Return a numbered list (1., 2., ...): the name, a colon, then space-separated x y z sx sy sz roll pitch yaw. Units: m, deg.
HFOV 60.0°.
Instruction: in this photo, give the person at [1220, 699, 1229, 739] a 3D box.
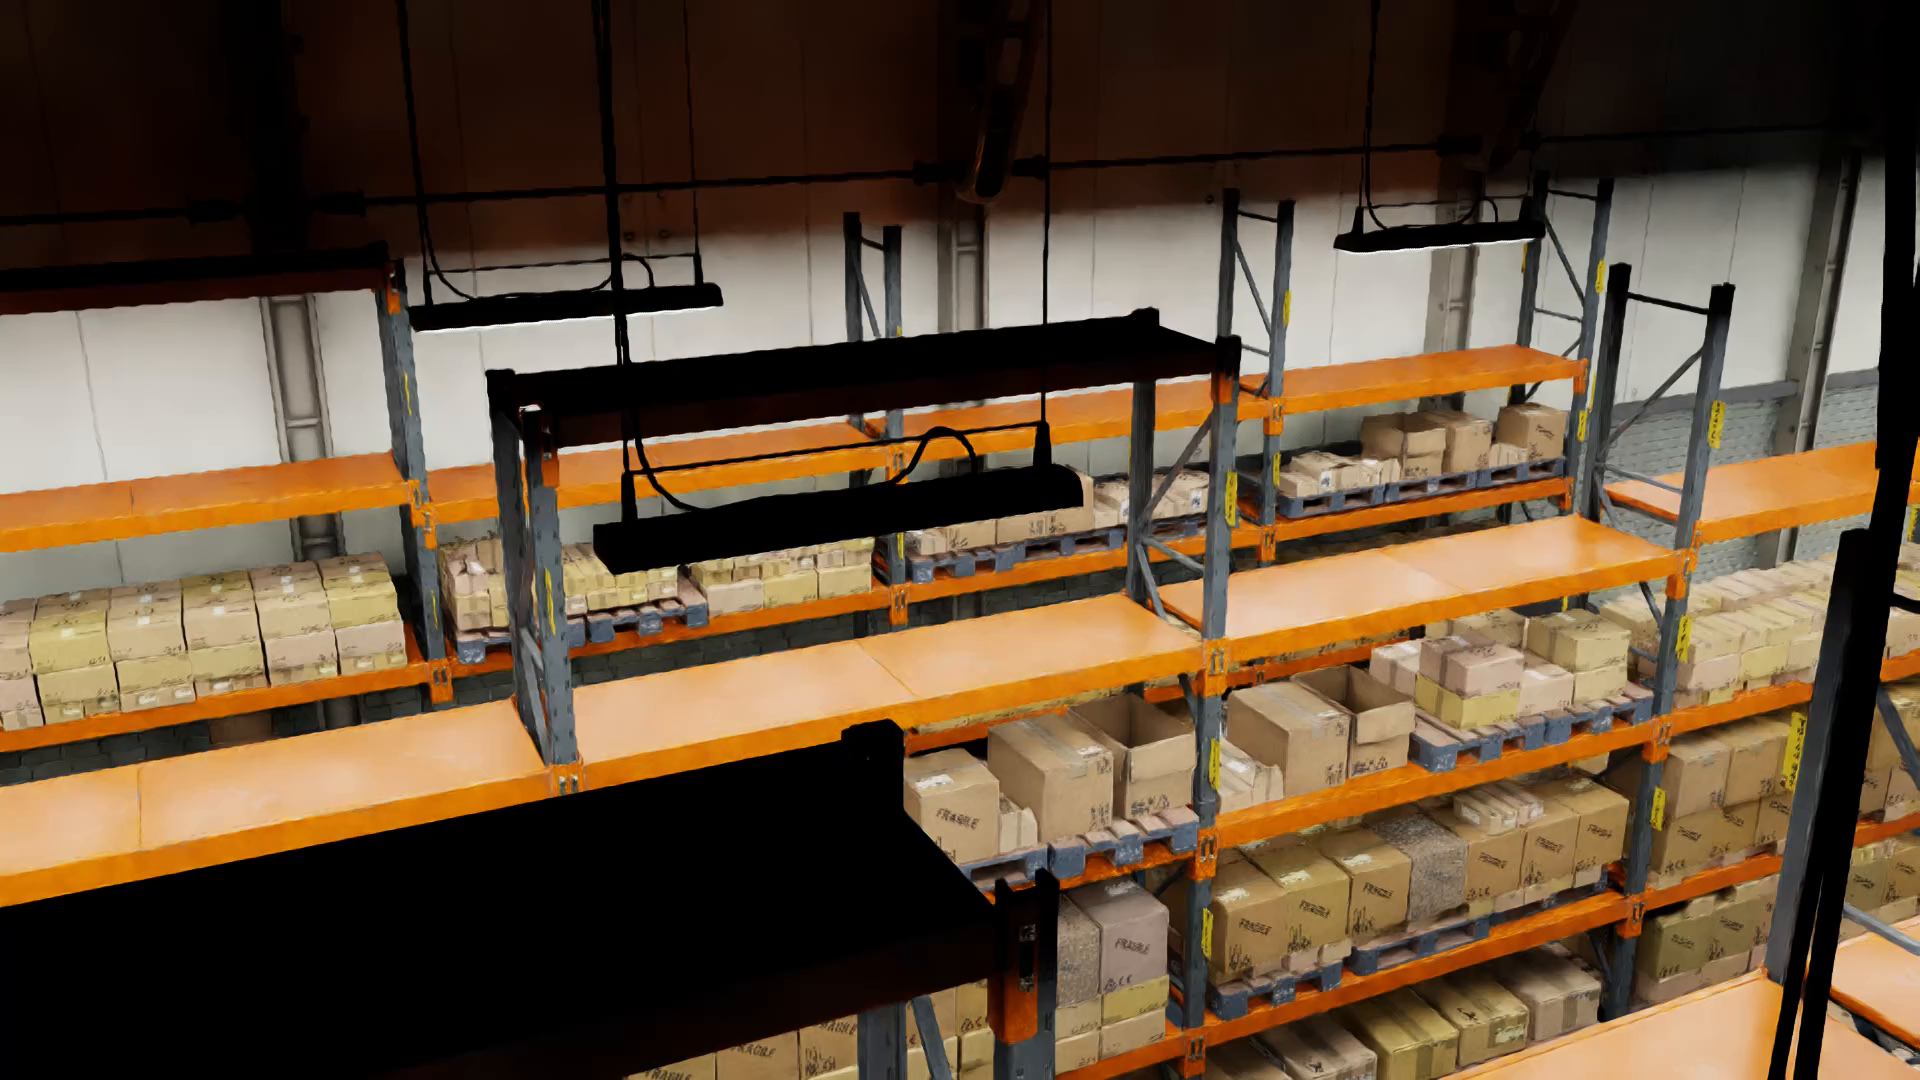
1. person: 2.495 2.260 15.514 0.579 1.666 0.548 0 19 1
